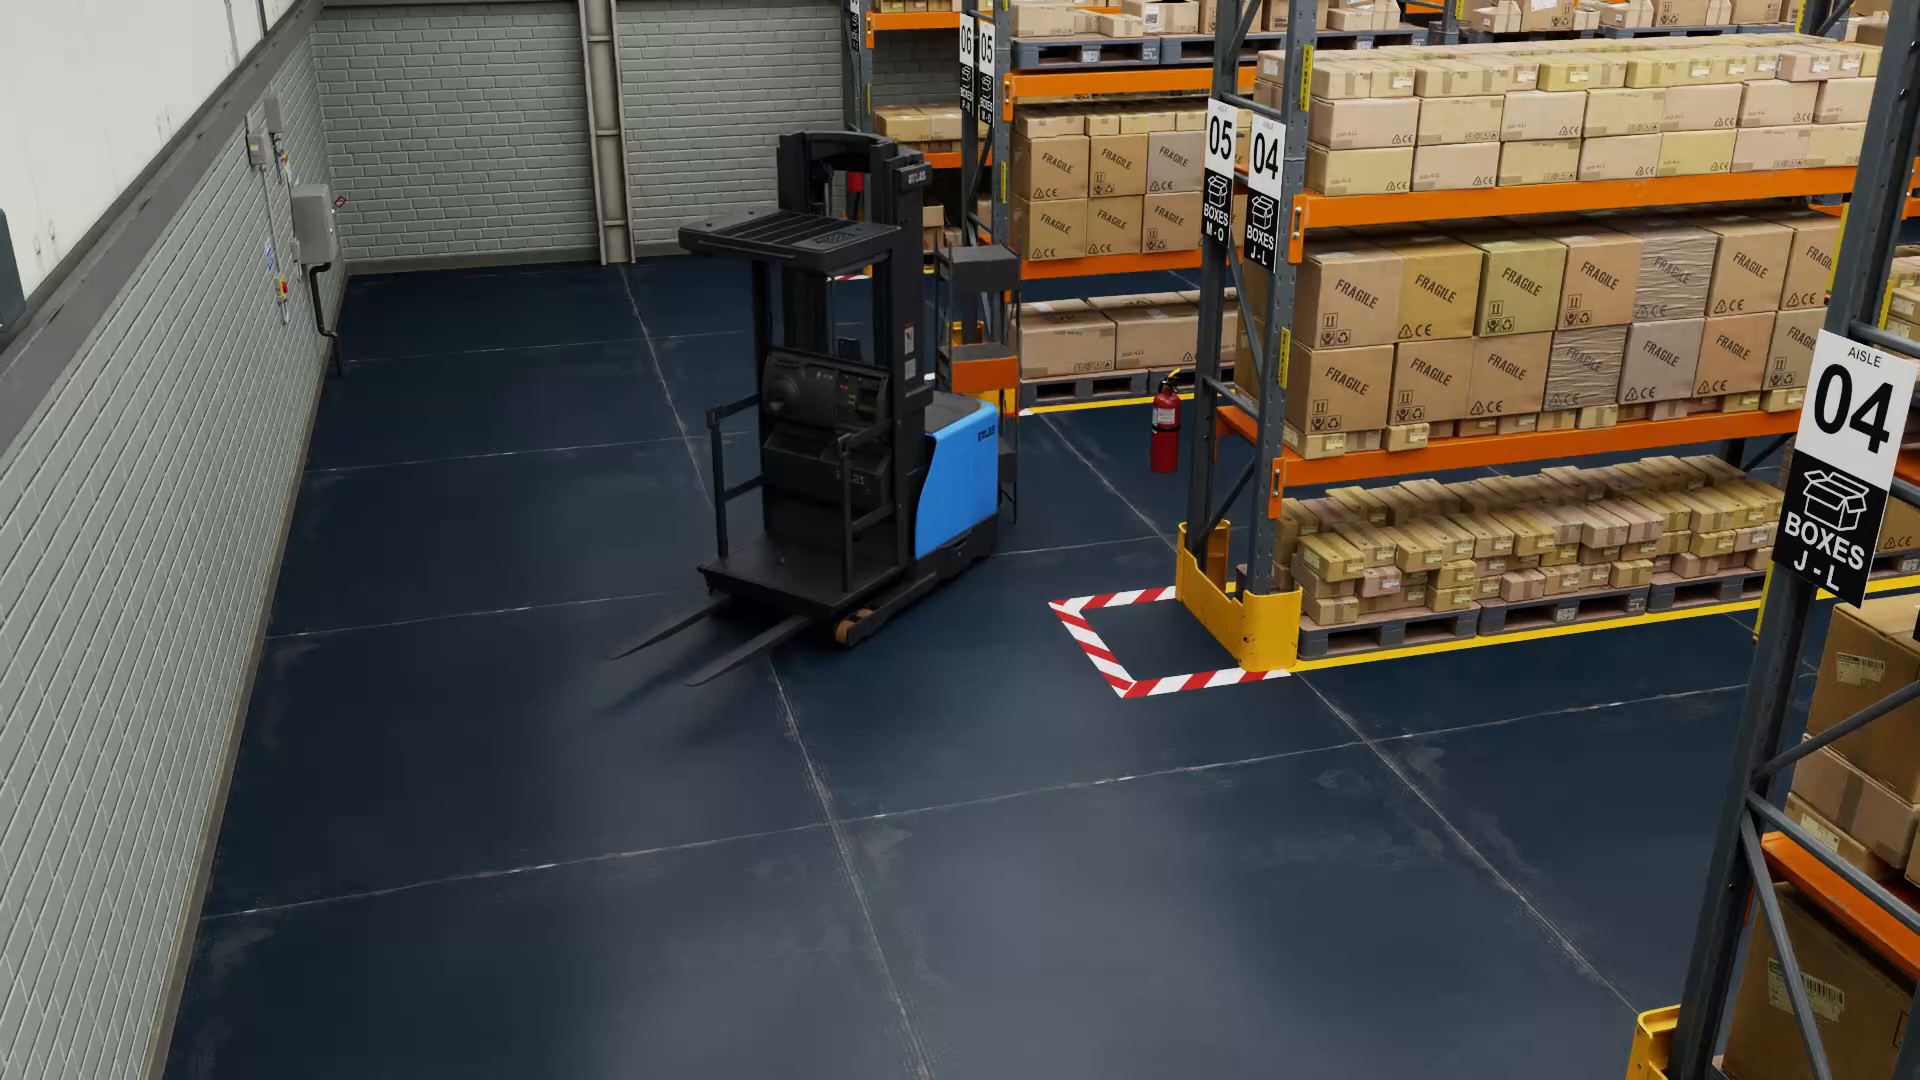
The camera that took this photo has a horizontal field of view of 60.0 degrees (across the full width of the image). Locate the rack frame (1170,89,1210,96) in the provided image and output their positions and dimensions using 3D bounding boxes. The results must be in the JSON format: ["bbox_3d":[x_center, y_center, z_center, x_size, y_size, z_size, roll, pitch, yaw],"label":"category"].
[{"bbox_3d":[2.714,-4.993,19.582,0.127,3.000,1.000,-6,24,-14],"label":"rack frame"}]

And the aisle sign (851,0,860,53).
[{"bbox_3d":[-1.124,-5.643,17.799,0.004,0.787,0.394,-6,24,-14],"label":"aisle sign"}]

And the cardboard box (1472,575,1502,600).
[{"bbox_3d":[3.195,0.232,10.488,0.250,0.149,0.380,-6,24,-14],"label":"cardboard box"}]

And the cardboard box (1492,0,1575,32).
[{"bbox_3d":[4.985,-4.710,14.459,0.500,0.500,0.500,-7,24,-15],"label":"cardboard box"}]

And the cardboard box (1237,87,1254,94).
[{"bbox_3d":[3.240,-5.198,19.401,0.500,0.500,0.700,-6,24,-13],"label":"cardboard box"}]

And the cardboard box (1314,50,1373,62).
[{"bbox_3d":[2.140,-2.681,9.440,0.250,0.149,0.380,-6,24,-14],"label":"cardboard box"}]

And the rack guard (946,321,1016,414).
[{"bbox_3d":[0.184,-1.531,14.685,0.348,0.500,1.175,-6,24,-14],"label":"rack guard"}]

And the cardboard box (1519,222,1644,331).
[{"bbox_3d":[3.626,-1.562,9.814,0.500,0.500,0.500,-7,24,-16],"label":"cardboard box"}]

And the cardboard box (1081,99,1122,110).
[{"bbox_3d":[1.216,-3.707,14.368,0.250,0.149,0.380,-6,24,-13],"label":"cardboard box"}]

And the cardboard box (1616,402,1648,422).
[{"bbox_3d":[4.021,-0.865,10.282,0.250,0.149,0.380,-7,24,-15],"label":"cardboard box"}]

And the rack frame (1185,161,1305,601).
[{"bbox_3d":[1.642,-0.814,9.843,0.127,3.000,1.000,-6,24,-14],"label":"rack frame"}]

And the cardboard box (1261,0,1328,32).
[{"bbox_3d":[2.769,-4.618,14.113,0.637,0.503,0.797,-4,24,-10],"label":"cardboard box"}]

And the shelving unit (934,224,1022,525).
[{"bbox_3d":[0.118,-1.120,11.697,0.503,2.100,0.431,-7,24,-15],"label":"shelving unit"}]

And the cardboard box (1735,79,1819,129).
[{"bbox_3d":[4.613,-2.583,9.717,0.500,0.250,0.500,-7,24,-17],"label":"cardboard box"}]

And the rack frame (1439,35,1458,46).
[{"bbox_3d":[4.058,-3.109,15.191,0.127,3.000,1.000,-6,24,-14],"label":"rack frame"}]

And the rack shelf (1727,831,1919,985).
[{"bbox_3d":[4.810,1.197,6.068,4.000,0.370,1.077,-6,24,-14],"label":"rack shelf"}]

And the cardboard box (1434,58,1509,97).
[{"bbox_3d":[2.780,-2.532,9.093,0.250,0.149,0.380,-6,24,-14],"label":"cardboard box"}]

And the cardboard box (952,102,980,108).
[{"bbox_3d":[0.209,-4.890,19.154,0.500,0.250,0.500,-6,24,-13],"label":"cardboard box"}]

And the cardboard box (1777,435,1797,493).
[{"bbox_3d":[6.137,-0.459,11.653,0.500,0.500,0.500,-7,24,-15],"label":"cardboard box"}]

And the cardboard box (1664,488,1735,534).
[{"bbox_3d":[4.748,-0.188,10.713,0.250,0.149,0.380,-7,24,-15],"label":"cardboard box"}]

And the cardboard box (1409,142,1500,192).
[{"bbox_3d":[2.651,-2.129,9.293,0.500,0.250,0.500,-6,24,-13],"label":"cardboard box"}]

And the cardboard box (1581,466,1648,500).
[{"bbox_3d":[4.349,-0.349,11.089,0.250,0.149,0.380,-7,24,-16],"label":"cardboard box"}]

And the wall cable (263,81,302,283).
[{"bbox_3d":[-5.610,-3.077,13.829,0.122,1.984,0.588,-6,24,-14],"label":"wall cable"}]

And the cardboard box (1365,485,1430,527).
[{"bbox_3d":[2.822,-0.207,10.757,0.250,0.149,0.380,-7,24,-16],"label":"cardboard box"}]

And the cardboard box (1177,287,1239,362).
[{"bbox_3d":[2.563,-2.002,15.330,0.875,0.438,0.875,-7,24,-16],"label":"cardboard box"}]

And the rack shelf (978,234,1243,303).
[{"bbox_3d":[2.133,-2.565,14.836,4.000,0.370,1.077,-6,24,-14],"label":"rack shelf"}]

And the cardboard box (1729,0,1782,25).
[{"bbox_3d":[7.008,-4.974,15.076,0.500,0.500,0.700,-8,24,-17],"label":"cardboard box"}]

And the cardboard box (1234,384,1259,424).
[{"bbox_3d":[1.879,-0.841,10.224,0.250,0.149,0.380,-6,24,-14],"label":"cardboard box"}]

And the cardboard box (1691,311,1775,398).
[{"bbox_3d":[4.603,-1.209,10.260,0.500,0.500,0.500,-7,24,-16],"label":"cardboard box"}]

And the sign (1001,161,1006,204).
[{"bbox_3d":[0.351,-2.905,13.519,0.005,0.325,0.100,-6,24,-14],"label":"sign"}]

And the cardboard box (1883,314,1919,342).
[{"bbox_3d":[5.996,-1.322,10.435,0.250,0.149,0.380,-6,24,-14],"label":"cardboard box"}]

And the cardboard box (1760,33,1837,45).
[{"bbox_3d":[5.147,-3.024,10.239,0.250,0.149,0.380,-7,24,-15],"label":"cardboard box"}]

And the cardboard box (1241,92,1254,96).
[{"bbox_3d":[2.688,-3.880,14.771,0.250,0.149,0.380,-7,24,-16],"label":"cardboard box"}]

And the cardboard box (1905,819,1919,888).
[{"bbox_3d":[3.419,1.063,5.281,0.500,0.250,0.500,-7,24,-16],"label":"cardboard box"}]

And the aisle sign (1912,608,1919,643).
[{"bbox_3d":[2.896,0.007,4.633,0.004,0.787,0.394,-6,24,-14],"label":"aisle sign"}]

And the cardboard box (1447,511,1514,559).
[{"bbox_3d":[3.234,-0.034,10.354,0.250,0.149,0.380,-5,24,-12],"label":"cardboard box"}]

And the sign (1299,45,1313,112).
[{"bbox_3d":[1.788,-2.388,8.599,0.005,0.325,0.100,-6,24,-14],"label":"sign"}]

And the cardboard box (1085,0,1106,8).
[{"bbox_3d":[1.447,-6.013,18.475,0.250,0.149,0.380,-5,24,-13],"label":"cardboard box"}]

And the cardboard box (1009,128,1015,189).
[{"bbox_3d":[0.607,-3.330,14.311,0.500,0.500,0.500,-6,24,-13],"label":"cardboard box"}]

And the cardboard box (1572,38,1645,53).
[{"bbox_3d":[3.869,-2.902,9.955,0.250,0.149,0.380,-5,24,-12],"label":"cardboard box"}]

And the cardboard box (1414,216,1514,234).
[{"bbox_3d":[3.001,-1.712,10.164,0.500,0.500,0.500,-5,24,-12],"label":"cardboard box"}]

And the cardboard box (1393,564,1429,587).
[{"bbox_3d":[2.706,0.141,10.324,0.250,0.149,0.380,-6,24,-14],"label":"cardboard box"}]

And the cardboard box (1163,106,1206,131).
[{"bbox_3d":[1.877,-3.551,14.005,0.250,0.149,0.380,-6,24,-14],"label":"cardboard box"}]

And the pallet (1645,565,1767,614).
[{"bbox_3d":[4.856,0.126,11.188,1.213,0.211,1.003,-6,24,-14],"label":"pallet"}]

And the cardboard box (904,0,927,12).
[{"bbox_3d":[-0.522,-5.813,18.009,0.250,0.149,0.380,-6,24,-13],"label":"cardboard box"}]

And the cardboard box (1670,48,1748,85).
[{"bbox_3d":[4.264,-2.711,9.511,0.250,0.149,0.380,-7,24,-16],"label":"cardboard box"}]

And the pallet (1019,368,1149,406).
[{"bbox_3d":[0.956,-1.516,15.015,1.213,0.211,1.003,-6,24,-14],"label":"pallet"}]

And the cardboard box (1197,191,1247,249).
[{"bbox_3d":[2.199,-2.842,14.443,0.500,0.500,0.500,-6,24,-13],"label":"cardboard box"}]

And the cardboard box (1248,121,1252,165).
[{"bbox_3d":[2.008,-2.272,9.628,0.500,0.250,0.500,-7,24,-16],"label":"cardboard box"}]

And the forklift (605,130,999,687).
[{"bbox_3d":[-0.952,-0.898,10.127,1.130,2.935,3.031,14,27,30],"label":"forklift"}]

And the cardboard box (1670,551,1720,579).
[{"bbox_3d":[4.698,0.097,10.803,0.250,0.149,0.380,-7,24,-16],"label":"cardboard box"}]

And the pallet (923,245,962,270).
[{"bbox_3d":[-0.297,-3.378,19.356,1.213,0.211,1.003,-6,24,-14],"label":"pallet"}]

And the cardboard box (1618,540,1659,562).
[{"bbox_3d":[4.257,-0.013,10.681,0.250,0.149,0.380,-6,24,-13],"label":"cardboard box"}]

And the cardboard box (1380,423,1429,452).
[{"bbox_3d":[2.549,-0.660,9.802,0.250,0.149,0.380,-7,24,-16],"label":"cardboard box"}]
